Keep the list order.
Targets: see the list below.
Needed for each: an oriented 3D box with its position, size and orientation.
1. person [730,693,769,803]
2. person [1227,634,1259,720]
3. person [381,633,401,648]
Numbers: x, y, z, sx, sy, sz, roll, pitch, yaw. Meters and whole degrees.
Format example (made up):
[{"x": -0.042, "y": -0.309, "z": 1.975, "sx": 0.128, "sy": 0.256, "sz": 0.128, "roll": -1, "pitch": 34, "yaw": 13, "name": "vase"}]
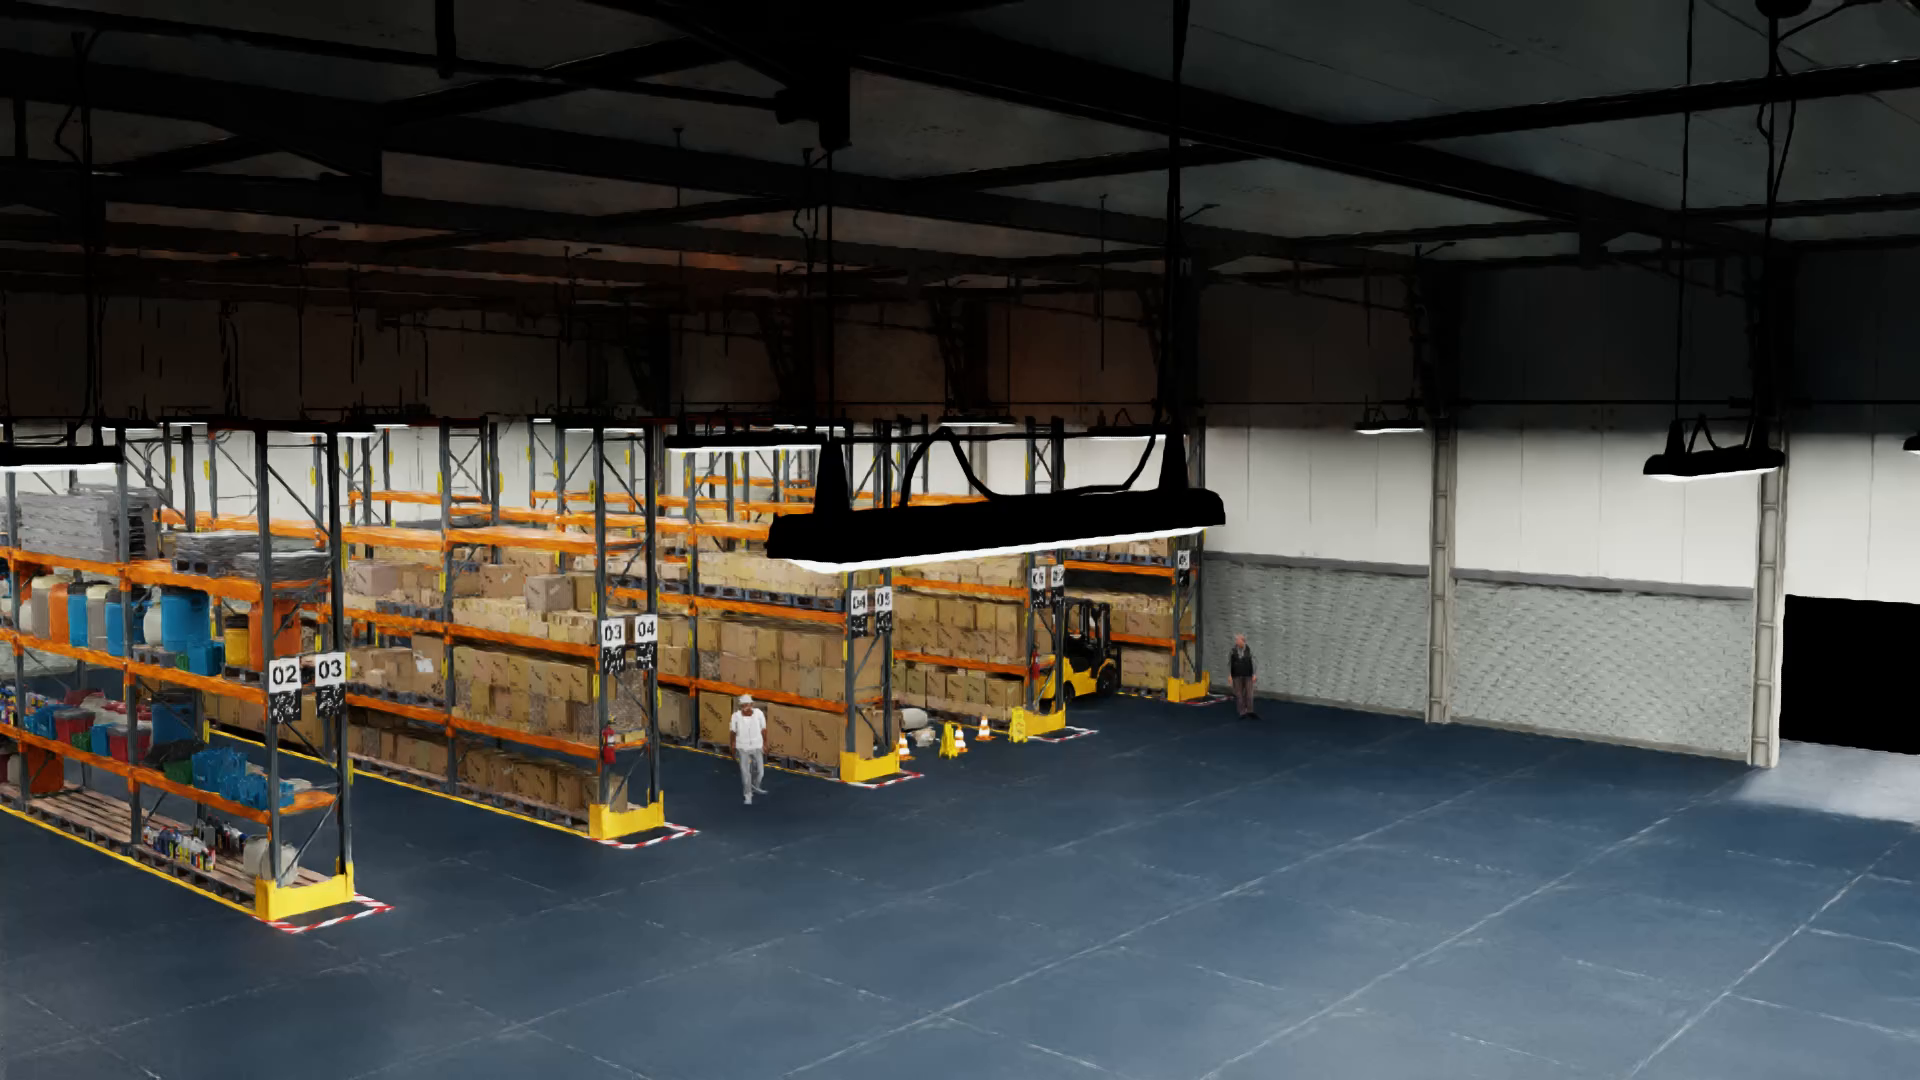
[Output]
[{"x": -3.337, "y": 3.273, "z": 26.327, "sx": 0.611, "sy": 1.753, "sz": 0.579, "roll": -1, "pitch": 5, "yaw": -13, "name": "person"}, {"x": 5.640, "y": 2.715, "z": 33.101, "sx": 0.636, "sy": 1.714, "sz": 0.402, "roll": 1, "pitch": 5, "yaw": 12, "name": "person"}, {"x": -14.687, "y": 1.938, "z": 42.662, "sx": 0.602, "sy": 1.714, "sz": 0.563, "roll": -1, "pitch": 5, "yaw": -12, "name": "person"}]
